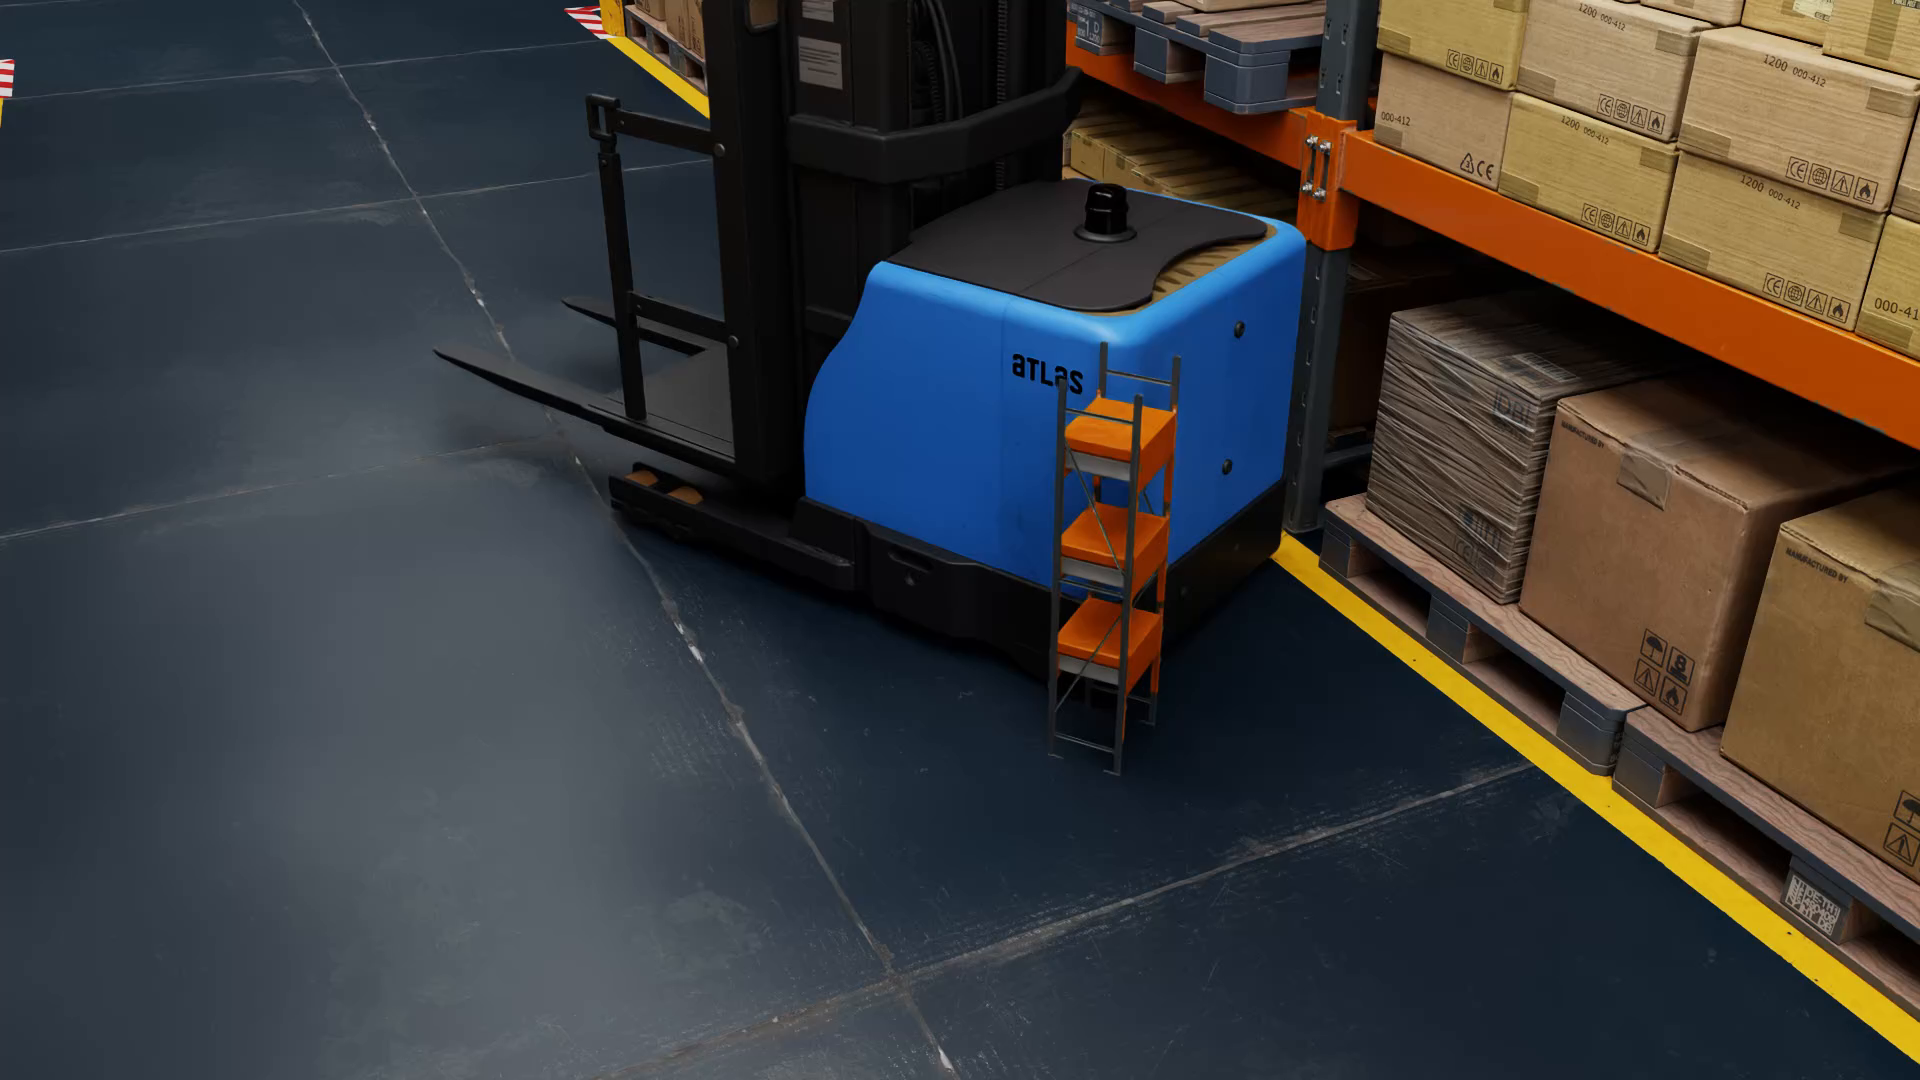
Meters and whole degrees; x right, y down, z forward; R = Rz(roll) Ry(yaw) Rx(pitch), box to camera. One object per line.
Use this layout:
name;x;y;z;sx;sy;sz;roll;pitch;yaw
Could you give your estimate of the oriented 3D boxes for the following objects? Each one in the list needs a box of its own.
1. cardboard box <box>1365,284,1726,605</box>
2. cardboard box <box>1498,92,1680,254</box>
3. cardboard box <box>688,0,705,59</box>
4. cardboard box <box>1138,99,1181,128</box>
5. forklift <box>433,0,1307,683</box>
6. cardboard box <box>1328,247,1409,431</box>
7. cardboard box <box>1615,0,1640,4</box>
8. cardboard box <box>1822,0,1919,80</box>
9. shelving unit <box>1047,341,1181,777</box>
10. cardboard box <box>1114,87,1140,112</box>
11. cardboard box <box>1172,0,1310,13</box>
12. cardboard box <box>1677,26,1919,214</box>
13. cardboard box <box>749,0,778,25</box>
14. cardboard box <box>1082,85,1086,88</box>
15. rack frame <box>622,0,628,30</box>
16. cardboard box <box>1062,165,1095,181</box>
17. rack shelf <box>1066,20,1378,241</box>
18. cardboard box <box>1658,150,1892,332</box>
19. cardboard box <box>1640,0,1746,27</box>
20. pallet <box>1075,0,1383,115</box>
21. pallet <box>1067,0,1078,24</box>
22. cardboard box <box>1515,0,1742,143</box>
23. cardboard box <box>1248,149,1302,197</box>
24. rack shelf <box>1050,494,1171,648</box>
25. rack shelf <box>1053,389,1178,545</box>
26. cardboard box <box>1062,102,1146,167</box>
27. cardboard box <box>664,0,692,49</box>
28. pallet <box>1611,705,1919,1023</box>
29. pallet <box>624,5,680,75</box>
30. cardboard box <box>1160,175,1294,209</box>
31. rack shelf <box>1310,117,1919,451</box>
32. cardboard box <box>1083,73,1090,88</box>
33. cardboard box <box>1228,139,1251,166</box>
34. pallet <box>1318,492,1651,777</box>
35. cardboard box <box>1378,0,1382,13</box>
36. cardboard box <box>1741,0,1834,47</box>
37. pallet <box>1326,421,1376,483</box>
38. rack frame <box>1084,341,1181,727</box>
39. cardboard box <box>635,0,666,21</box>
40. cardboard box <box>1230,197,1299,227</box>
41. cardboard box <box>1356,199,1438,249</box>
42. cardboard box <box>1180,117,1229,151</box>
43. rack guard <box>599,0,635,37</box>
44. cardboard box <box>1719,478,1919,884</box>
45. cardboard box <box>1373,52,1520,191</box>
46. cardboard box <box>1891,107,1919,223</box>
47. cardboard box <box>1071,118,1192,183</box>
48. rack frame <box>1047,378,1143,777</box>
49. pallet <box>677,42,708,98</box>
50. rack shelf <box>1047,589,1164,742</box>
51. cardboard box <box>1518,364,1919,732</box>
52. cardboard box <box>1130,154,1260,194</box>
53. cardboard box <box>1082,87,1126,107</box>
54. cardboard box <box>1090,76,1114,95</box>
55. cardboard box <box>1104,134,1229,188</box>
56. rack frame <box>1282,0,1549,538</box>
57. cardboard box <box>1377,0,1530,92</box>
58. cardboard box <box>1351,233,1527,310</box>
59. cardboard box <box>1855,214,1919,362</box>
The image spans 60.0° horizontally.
cardboard box;1.737;-0.317;4.747;0.875;0.625;0.625;-12;31;-20
cardboard box;1.663;-0.912;3.963;0.500;0.250;0.500;-14;32;-23
cardboard box;-1.308;-3.145;9.917;0.500;0.500;0.500;-12;32;-21
cardboard box;0.936;-1.680;6.642;0.380;0.149;0.250;-13;32;-22
forklift;-0.503;-1.464;4.863;3.031;2.935;1.130;20;35;32
cardboard box;1.106;-0.683;5.527;0.500;0.500;0.500;-12;31;-21
cardboard box;1.601;-1.346;3.819;0.380;0.149;0.250;-12;32;-21
cardboard box;1.916;-1.004;3.208;0.380;0.149;0.250;-12;32;-21
shelving unit;0.368;0.063;4.064;0.215;1.050;0.252;14;32;23
cardboard box;0.858;-1.808;6.871;0.380;0.149;0.250;-14;32;-24
cardboard box;0.853;-1.731;5.098;0.380;0.149;0.250;-12;32;-21
cardboard box;1.874;-0.897;3.425;0.500;0.250;0.500;-14;32;-23
cardboard box;-0.998;-2.941;9.554;0.700;0.500;0.500;-14;32;-24
cardboard box;0.295;-1.813;6.879;0.380;0.149;0.250;-12;31;-20
rack frame;-1.953;-4.982;11.068;1.000;3.000;0.127;-13;32;-22
cardboard box;0.673;-1.137;6.337;0.500;0.500;0.500;-12;31;-20
rack shelf;0.623;-2.018;6.517;1.077;0.370;4.000;-13;32;-22
cardboard box;1.890;-0.686;3.560;0.500;0.250;0.500;-14;32;-24
cardboard box;1.725;-1.234;3.617;0.380;0.149;0.250;-13;32;-21
pallet;1.127;-1.649;5.320;1.213;0.211;1.003;-13;32;-22
pallet;0.642;-2.223;6.343;1.003;0.211;1.213;-13;32;-22
cardboard box;1.665;-1.132;3.844;0.500;0.250;0.500;-12;31;-20
cardboard box;1.270;-1.336;6.029;0.380;0.149;0.250;-13;32;-21
rack shelf;0.368;0.072;4.069;0.215;0.259;0.240;14;32;23
rack shelf;0.368;-0.175;3.930;0.215;0.259;0.240;14;32;23
cardboard box;0.497;-1.581;6.465;0.380;0.149;0.250;-15;32;-24
cardboard box;-1.444;-3.399;10.371;0.700;0.500;0.500;-12;31;-20
pallet;2.319;0.678;3.825;1.003;0.211;1.213;-13;32;-22
pallet;-1.577;-3.380;11.062;1.003;0.211;1.213;-13;32;-22
cardboard box;0.895;-1.103;5.613;0.380;0.149;0.250;-15;33;-25
rack shelf;2.340;-0.251;3.366;1.077;0.370;4.000;-13;32;-22
cardboard box;0.616;-2.028;7.262;0.380;0.149;0.250;-12;32;-21
cardboard box;1.237;-1.475;6.277;0.380;0.149;0.250;-15;32;-24
pallet;1.800;0.140;4.785;1.003;0.211;1.213;-13;32;-22
cardboard box;1.402;-1.935;5.103;0.500;0.500;0.500;-12;31;-20
cardboard box;1.860;-1.129;3.431;0.380;0.149;0.250;-13;32;-21
pallet;1.195;-0.570;6.050;1.003;0.211;1.213;-13;32;-22
rack frame;0.423;0.010;4.159;0.200;1.050;0.008;14;32;23
cardboard box;-1.776;-3.786;11.058;0.797;0.503;0.637;-14;32;-24
cardboard box;1.041;-0.989;5.410;0.380;0.149;0.250;-15;32;-24
cardboard box;1.539;-1.120;5.643;0.380;0.149;0.250;-11;31;-19
cardboard box;1.081;-1.581;6.465;0.380;0.149;0.250;-14;32;-23
rack guard;-1.920;-3.858;11.619;1.175;0.500;0.348;-13;32;-22
cardboard box;2.314;0.267;3.705;0.875;0.625;0.625;-14;32;-24
cardboard box;1.451;-1.135;4.361;0.500;0.250;0.500;-13;32;-22
cardboard box;2.116;-0.677;3.032;0.500;0.250;0.500;-13;32;-21
cardboard box;0.642;-1.465;6.259;0.380;0.149;0.250;-14;32;-23
rack frame;0.313;0.116;3.969;0.200;1.050;0.008;14;32;23
pallet;-1.057;-2.842;10.103;1.003;0.211;1.213;-13;32;-22
rack shelf;0.368;0.315;4.205;0.215;0.259;0.240;14;32;23
cardboard box;2.024;-0.030;4.236;0.875;0.625;0.625;-12;31;-20
cardboard box;0.822;-1.229;5.837;0.380;0.149;0.250;-14;32;-24
cardboard box;0.437;-1.700;6.678;0.380;0.149;0.250;-13;32;-22
cardboard box;0.777;-1.926;7.081;0.380;0.149;0.250;-13;32;-21
cardboard box;0.750;-1.355;6.062;0.380;0.149;0.250;-12;31;-21
rack frame;1.481;-1.448;4.766;1.000;3.000;0.127;-13;32;-22
cardboard box;1.429;-1.348;4.230;0.500;0.250;0.500;-13;32;-22
cardboard box;1.554;-0.786;5.711;0.500;0.500;0.500;-12;31;-20
cardboard box;2.111;-0.457;3.151;0.500;0.250;0.500;-12;31;-20
